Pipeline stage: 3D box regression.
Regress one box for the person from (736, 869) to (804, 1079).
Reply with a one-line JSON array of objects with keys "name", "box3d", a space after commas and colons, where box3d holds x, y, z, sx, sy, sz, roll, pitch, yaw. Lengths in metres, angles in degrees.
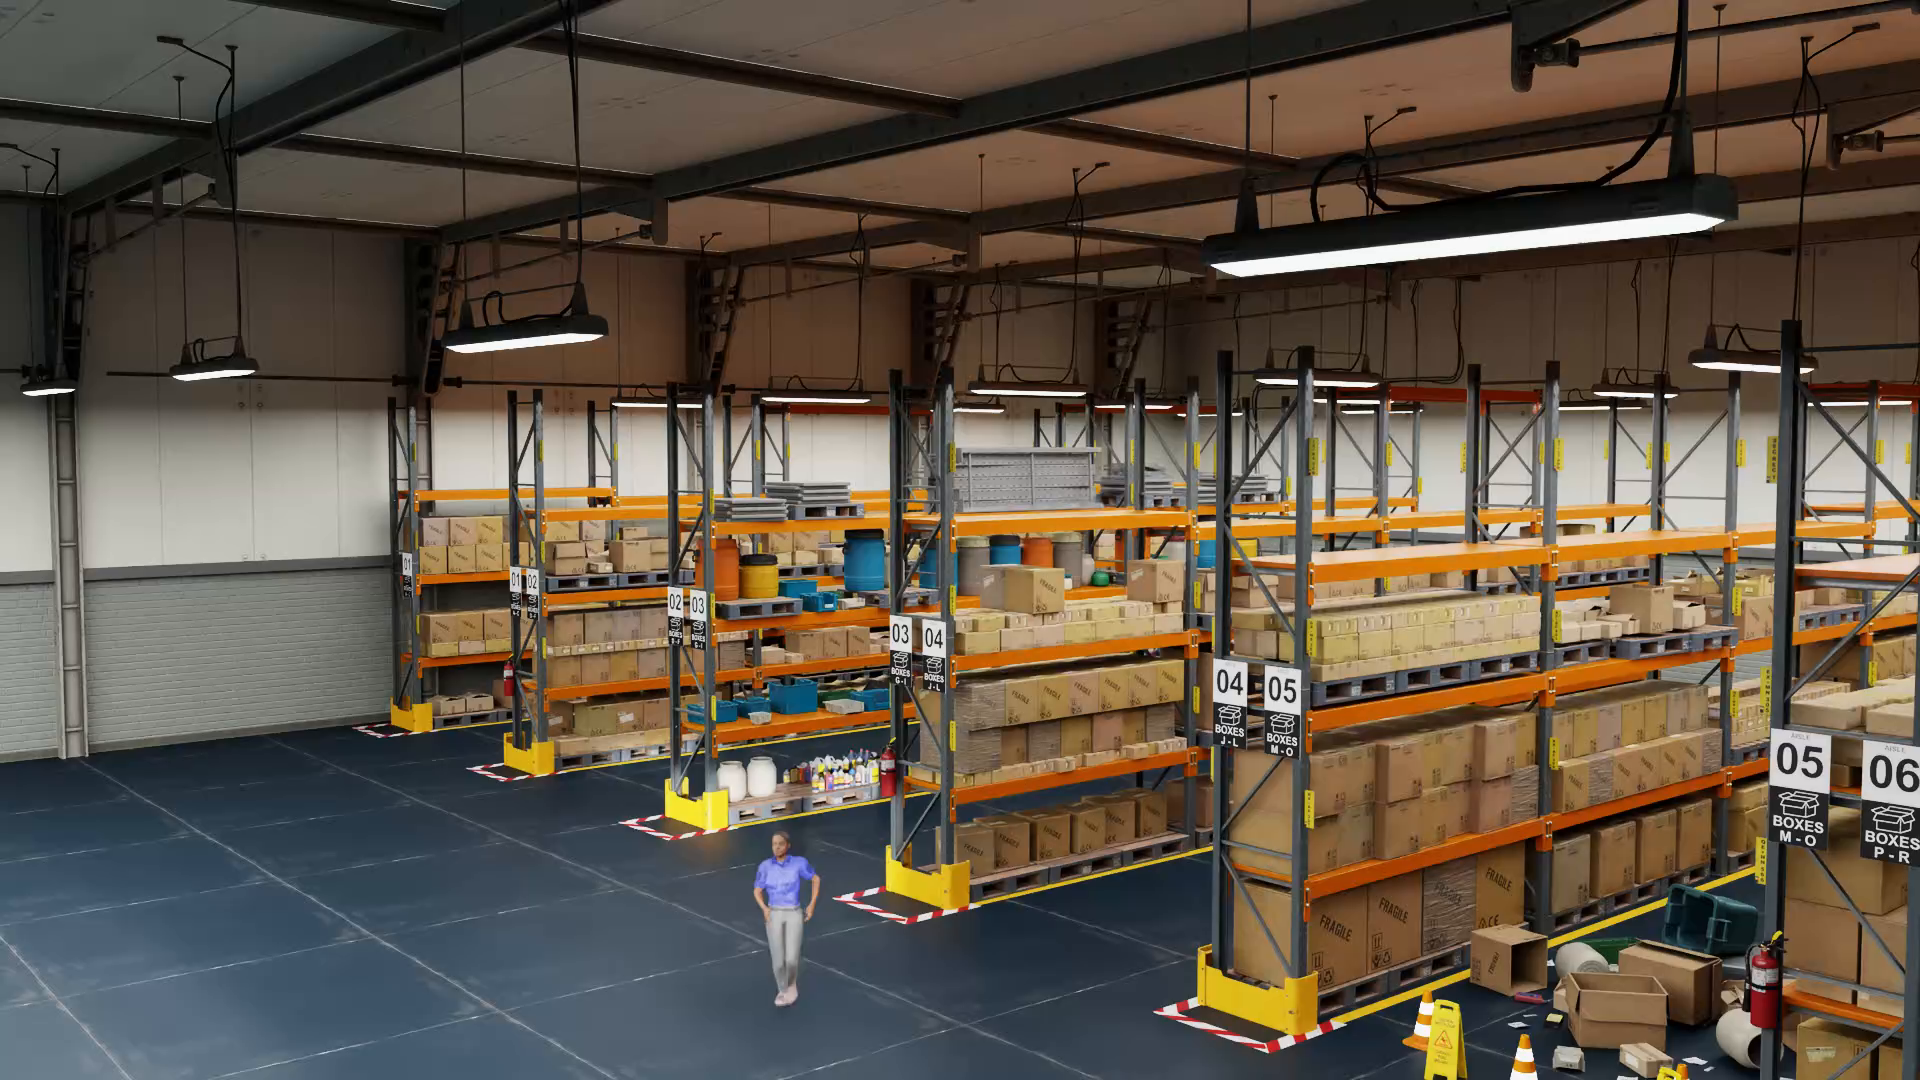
[{"name": "person", "box3d": [-1.577, 3.530, 13.743, 0.586, 1.630, 0.903, 0, 3, 0]}]
